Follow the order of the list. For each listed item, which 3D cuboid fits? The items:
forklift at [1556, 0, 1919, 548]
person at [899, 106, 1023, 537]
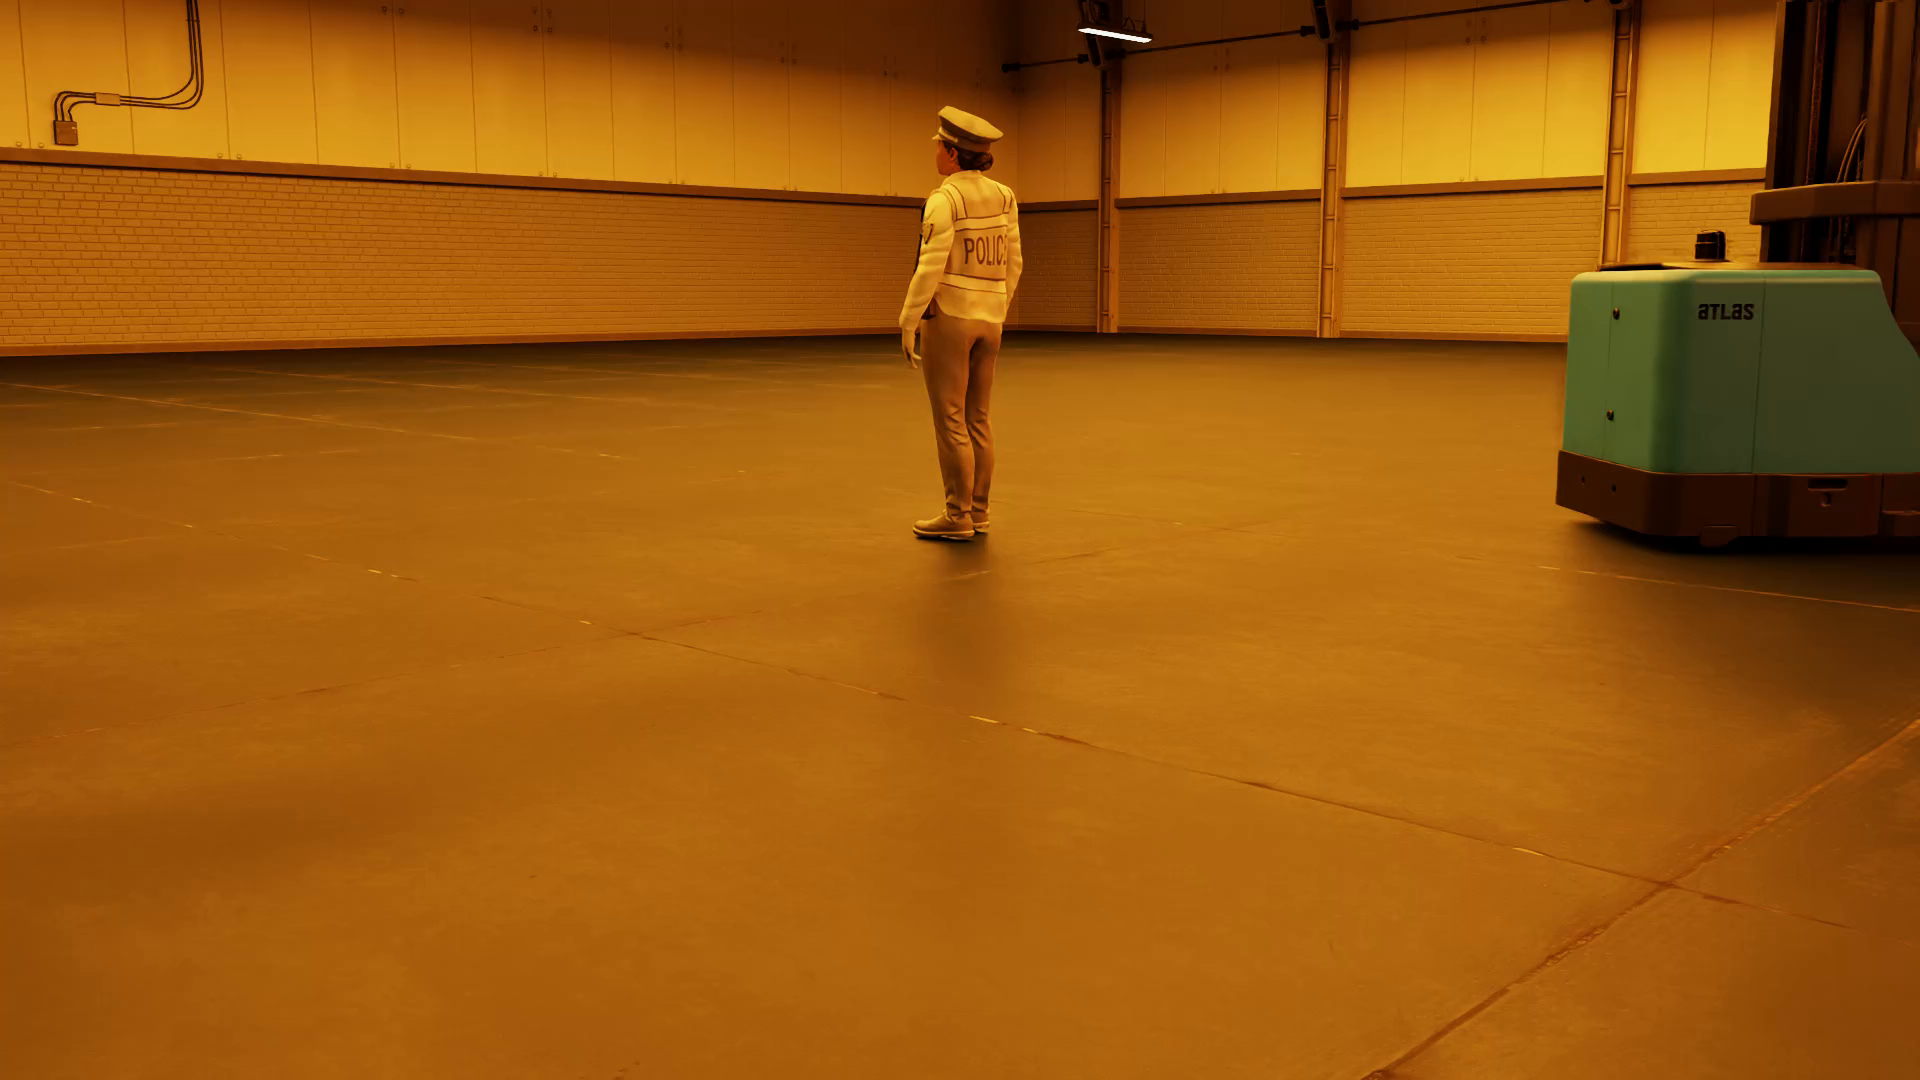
[{"bbox_3d":[4.128,-1.474,6.664,3.031,2.935,1.130,0,9,-2],"label":"forklift"},{"bbox_3d":[-0.044,-0.853,6.642,0.531,1.694,0.586,8,12,43],"label":"person"}]
